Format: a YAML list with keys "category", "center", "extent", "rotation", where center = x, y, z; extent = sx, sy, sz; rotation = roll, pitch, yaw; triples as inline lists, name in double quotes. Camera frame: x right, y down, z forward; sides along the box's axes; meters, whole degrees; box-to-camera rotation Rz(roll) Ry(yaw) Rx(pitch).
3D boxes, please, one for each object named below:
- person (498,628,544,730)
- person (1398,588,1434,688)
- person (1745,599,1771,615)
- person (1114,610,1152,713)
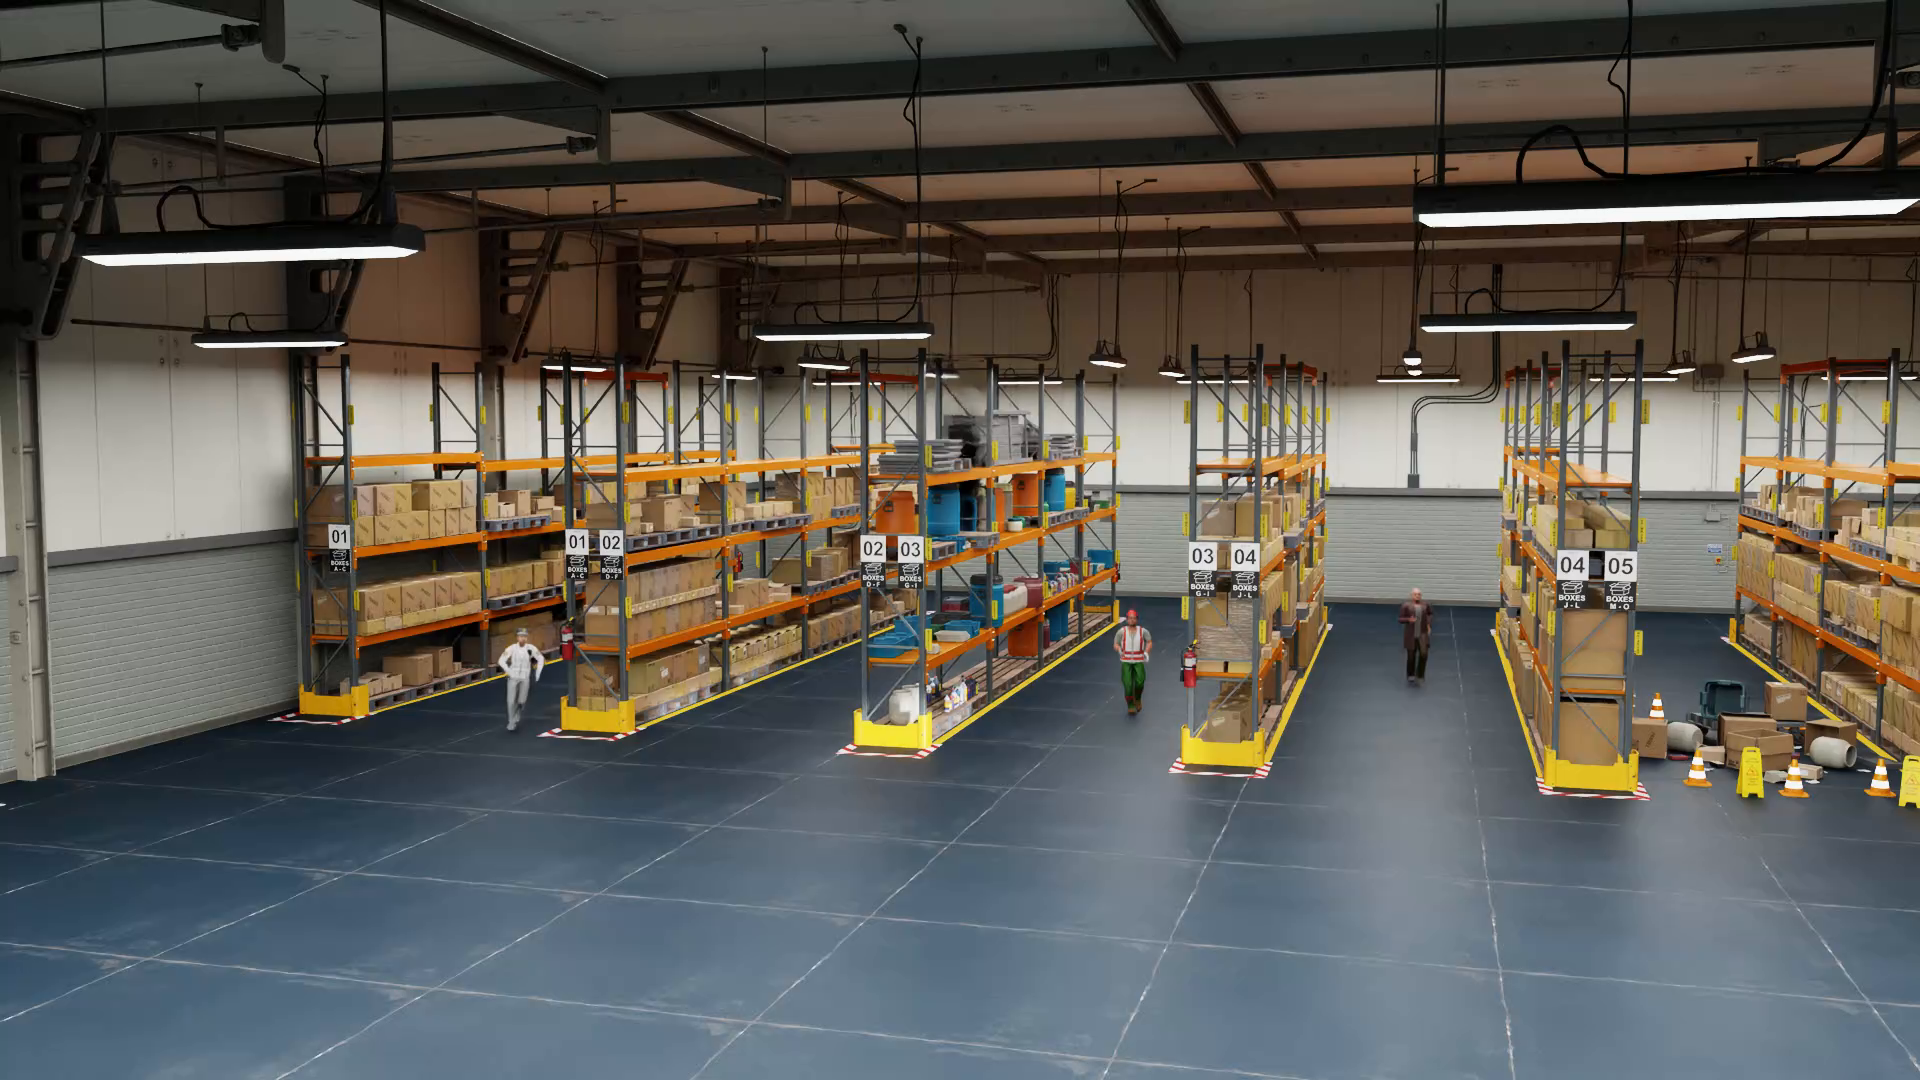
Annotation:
- category: "person"
  center: [-6.995, 2.208, 26.526]
  extent: [0.713, 1.637, 0.493]
  rotation: [-1, 4, -14]
- category: "person"
  center: [8.451, 1.811, 30.790]
  extent: [0.685, 1.826, 0.776]
  rotation: [0, 4, 7]
- category: "person"
  center: [18.073, 1.293, 37.625]
  extent: [0.904, 1.804, 0.670]
  rotation: [3, 5, 38]
- category: "person"
  center: [2.883, 2.044, 27.708]
  extent: [0.643, 1.740, 0.582]
  rotation: [0, 4, 5]
